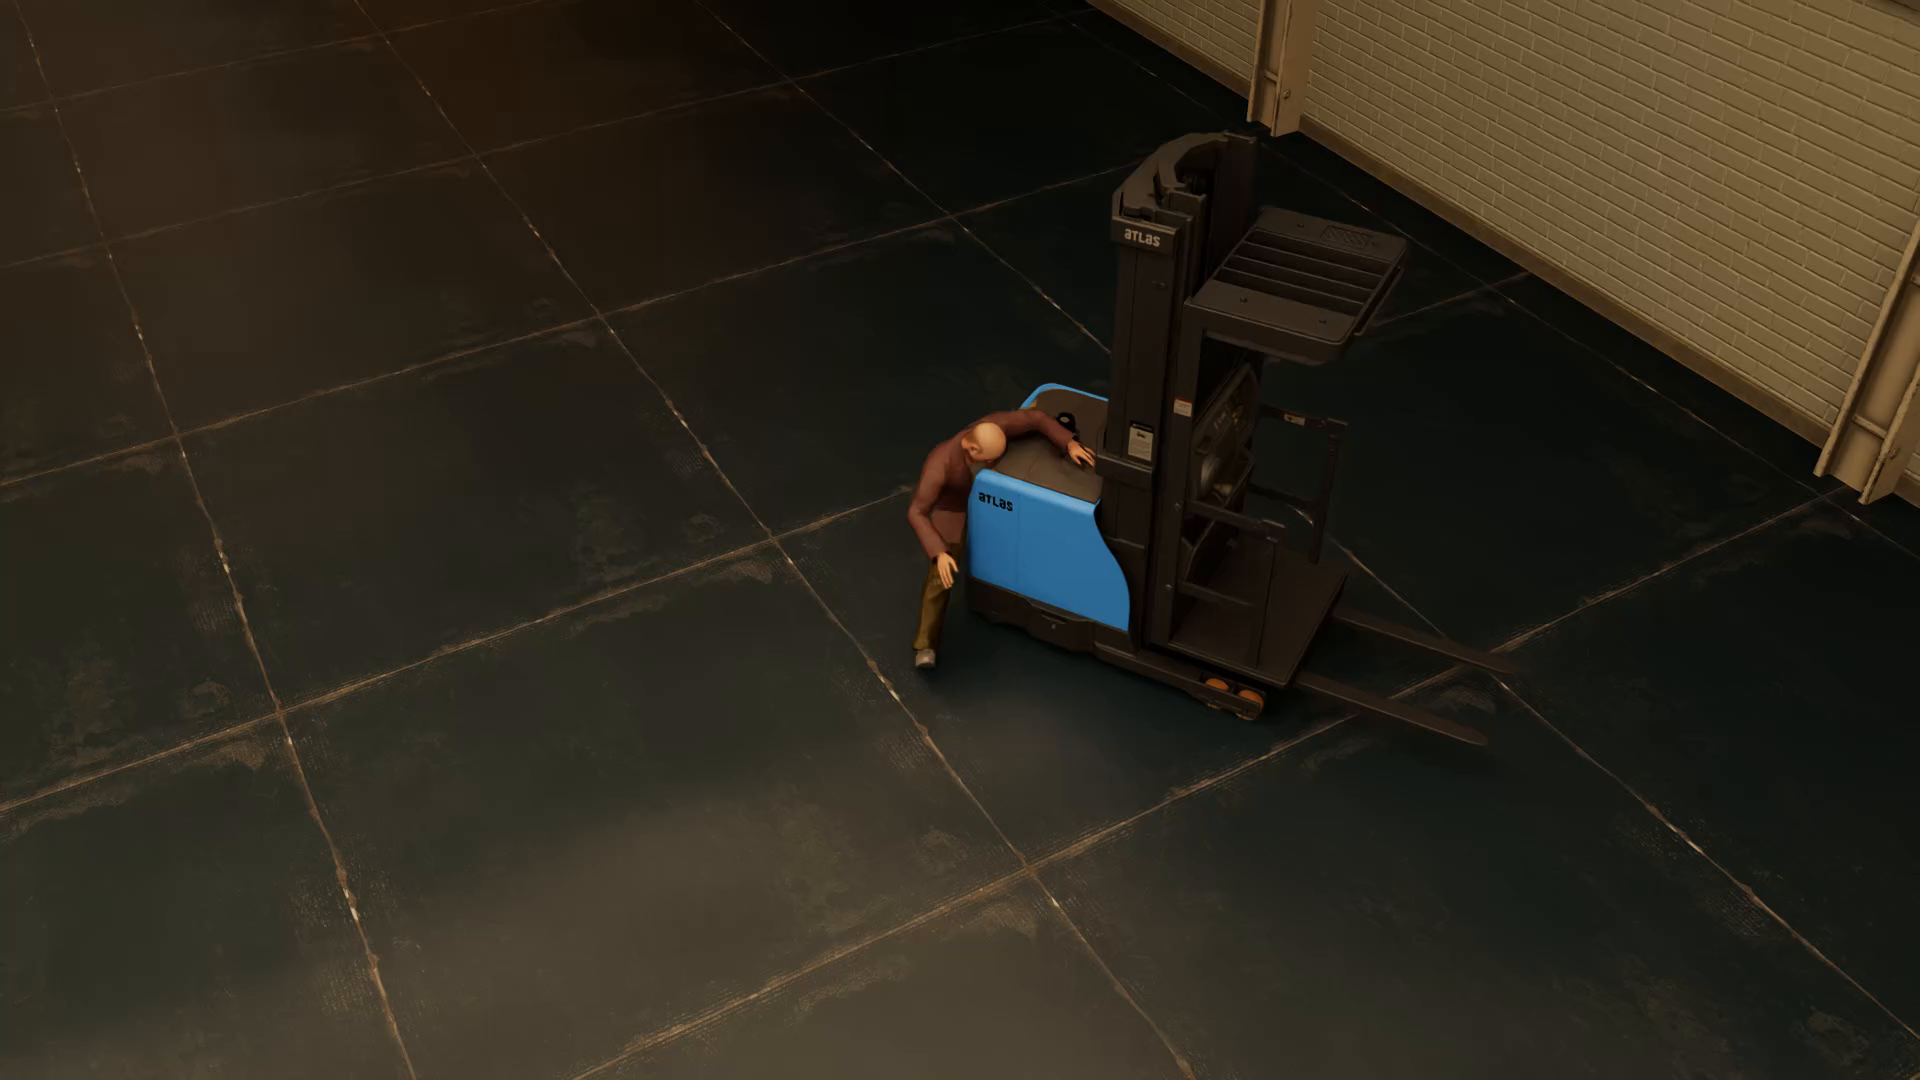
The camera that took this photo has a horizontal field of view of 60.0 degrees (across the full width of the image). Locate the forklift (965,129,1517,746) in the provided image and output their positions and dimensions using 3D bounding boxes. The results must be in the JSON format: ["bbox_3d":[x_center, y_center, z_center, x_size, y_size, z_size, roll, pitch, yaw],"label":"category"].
[{"bbox_3d":[1.571,-0.529,8.674,3.031,2.935,1.130,19,43,21],"label":"forklift"}]

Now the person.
[{"bbox_3d":[0.170,-0.113,9.397,1.323,1.416,0.967,-17,43,-19],"label":"person"}]
